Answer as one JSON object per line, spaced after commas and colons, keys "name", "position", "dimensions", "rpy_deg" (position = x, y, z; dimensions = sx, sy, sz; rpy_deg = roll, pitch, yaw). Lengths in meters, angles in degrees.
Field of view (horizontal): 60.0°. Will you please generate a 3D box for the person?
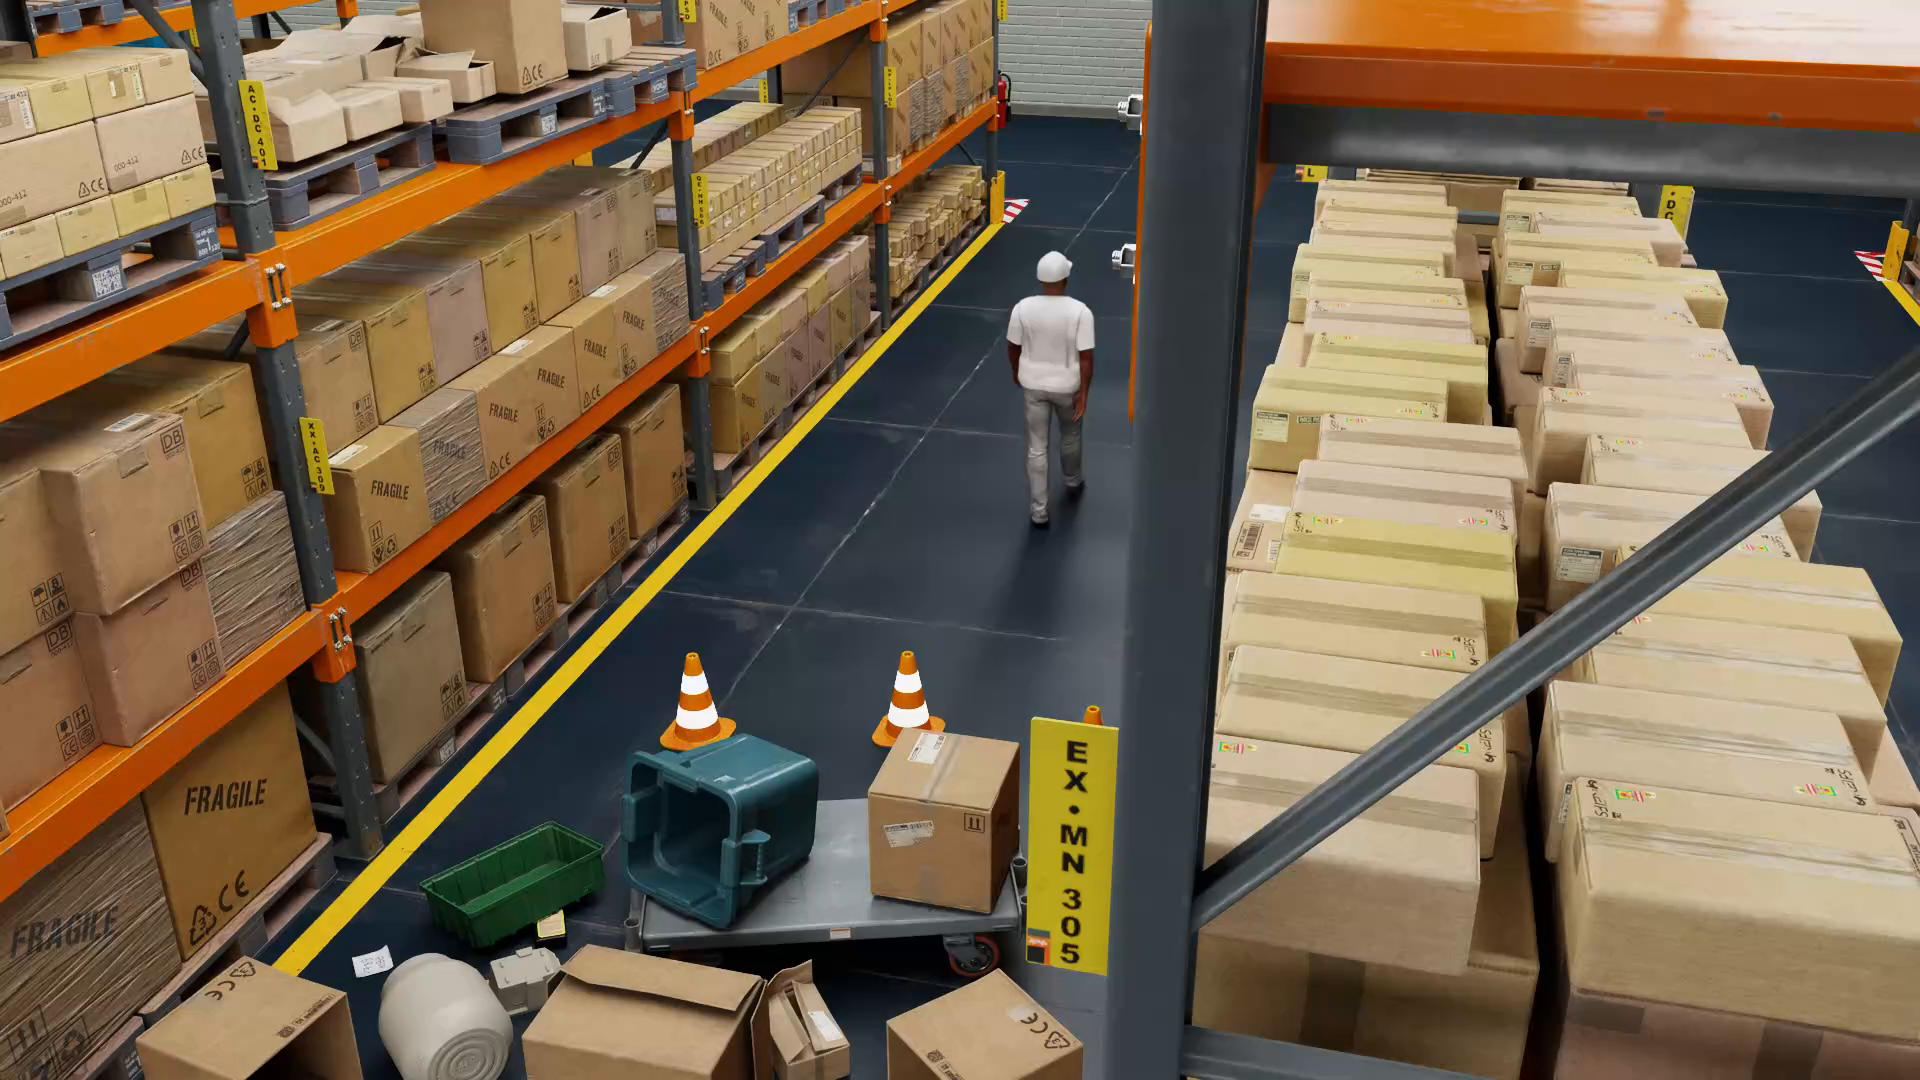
{"name": "person", "position": [0.595, -1.057, 10.797], "dimensions": [0.571, 1.736, 0.928], "rpy_deg": [3, 25, 7]}
